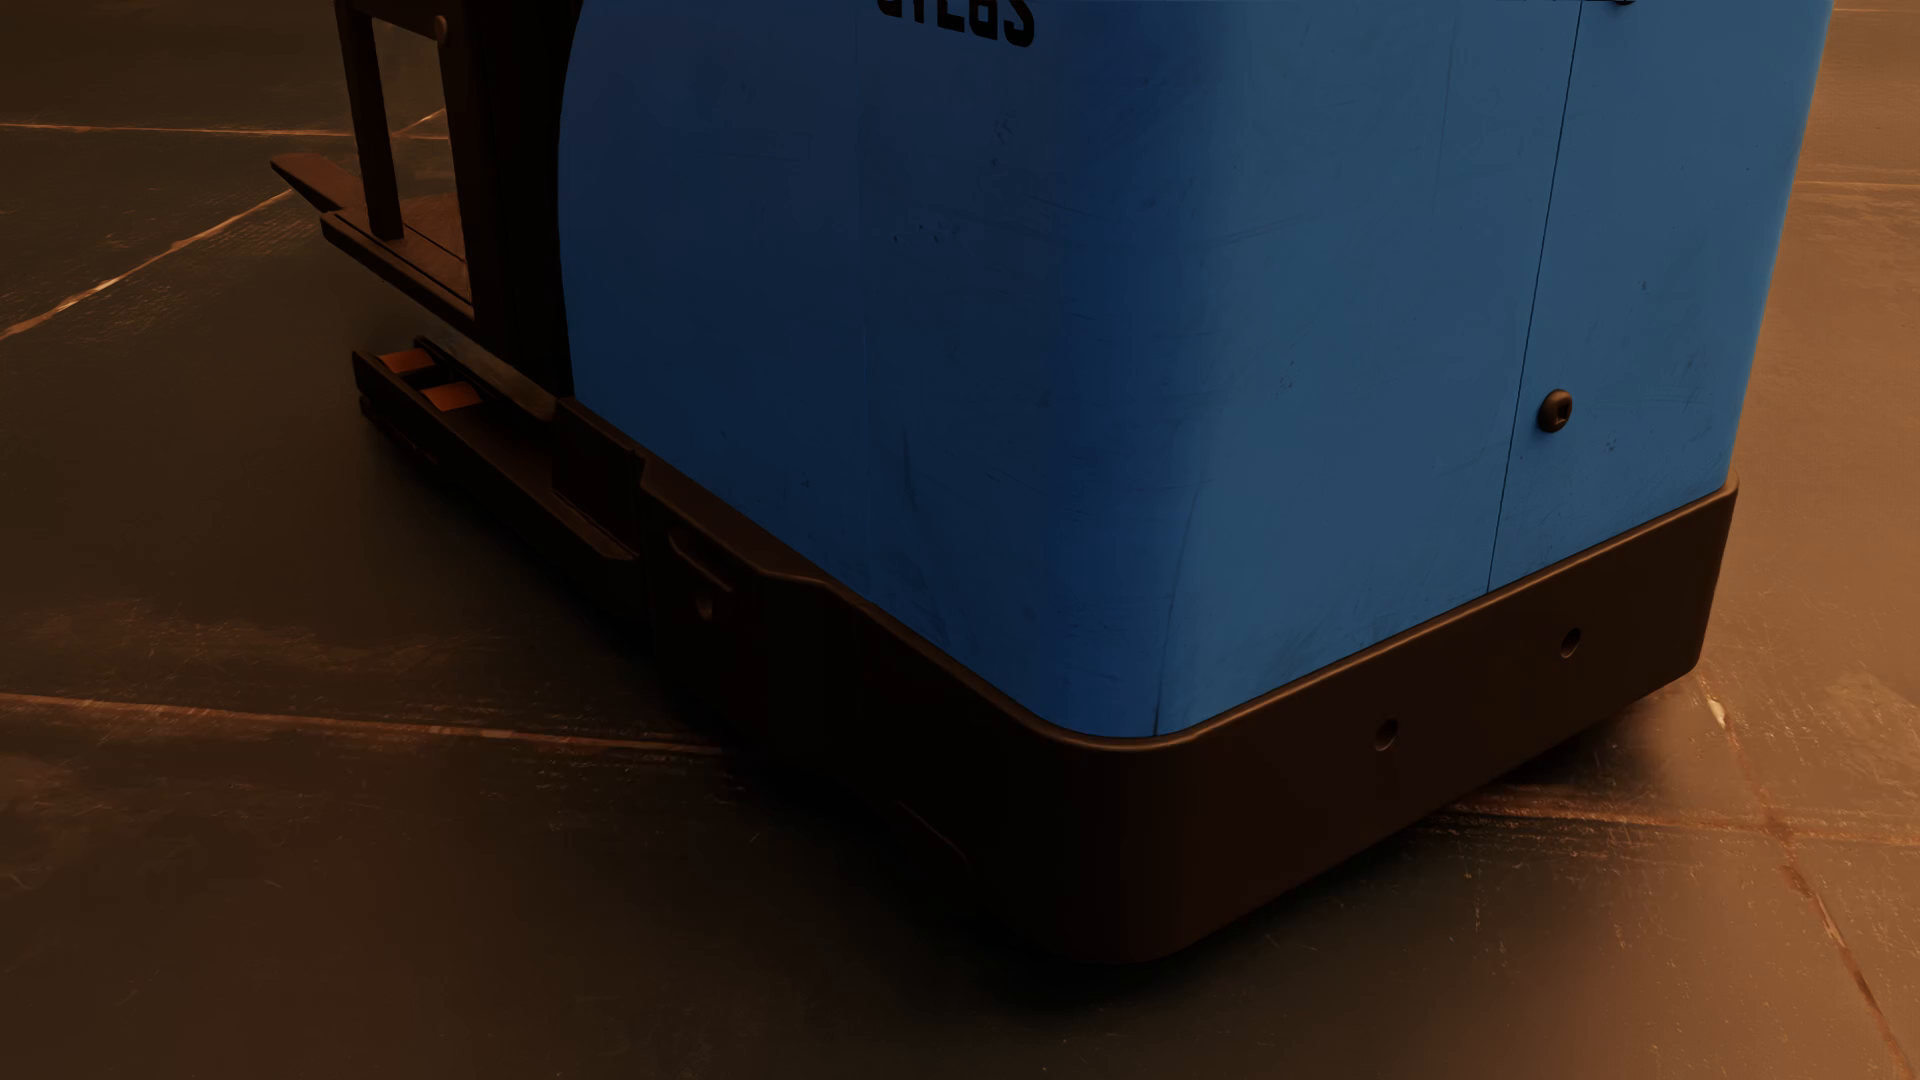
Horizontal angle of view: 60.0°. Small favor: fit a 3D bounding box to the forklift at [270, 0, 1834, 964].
[{"bbox_3d":[-0.363,-1.514,2.252,1.130,2.935,3.031,-18,32,-32],"label":"forklift"}]
